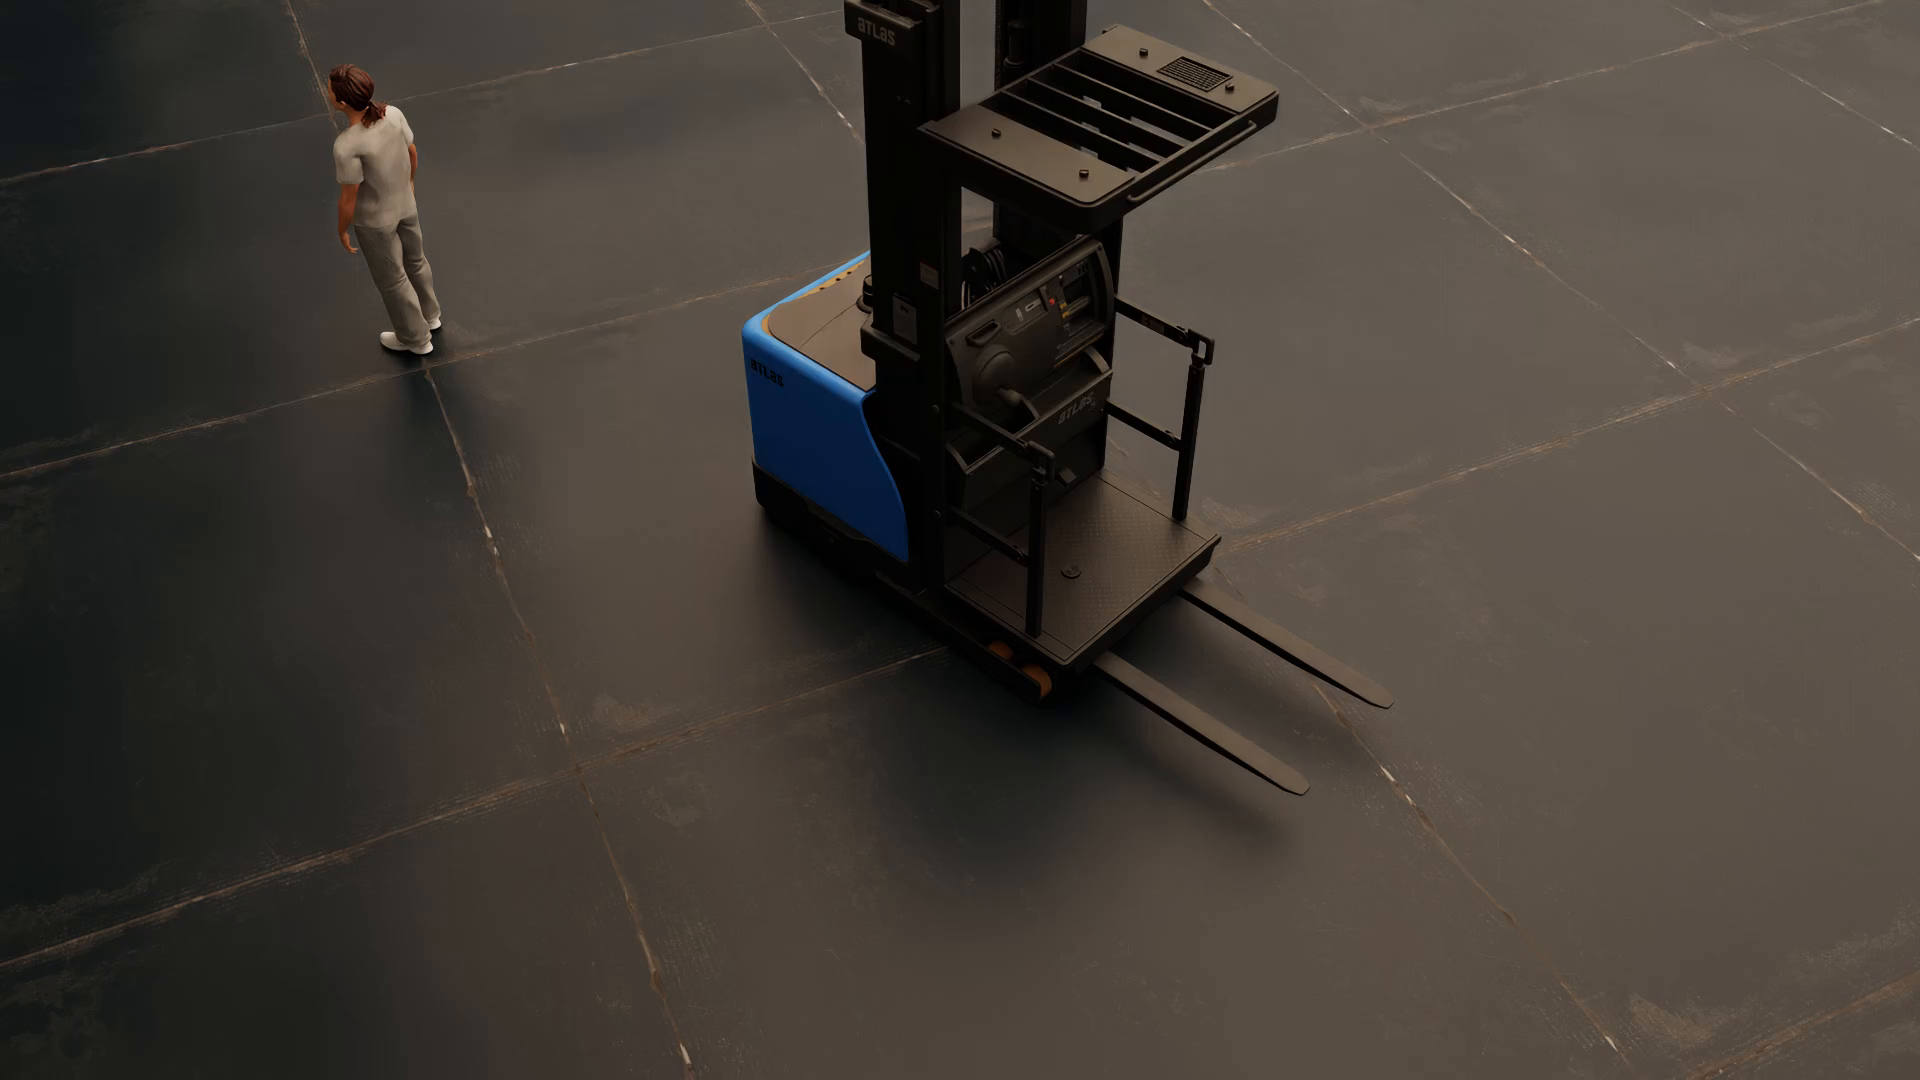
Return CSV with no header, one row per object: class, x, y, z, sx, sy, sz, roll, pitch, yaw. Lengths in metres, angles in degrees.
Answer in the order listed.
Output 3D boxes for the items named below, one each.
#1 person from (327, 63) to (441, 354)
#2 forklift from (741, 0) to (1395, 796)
person,-2.944,-1.659,8.367,0.548,1.673,0.550,21,47,21
forklift,0.445,-0.788,6.525,3.031,2.935,1.130,32,52,30
